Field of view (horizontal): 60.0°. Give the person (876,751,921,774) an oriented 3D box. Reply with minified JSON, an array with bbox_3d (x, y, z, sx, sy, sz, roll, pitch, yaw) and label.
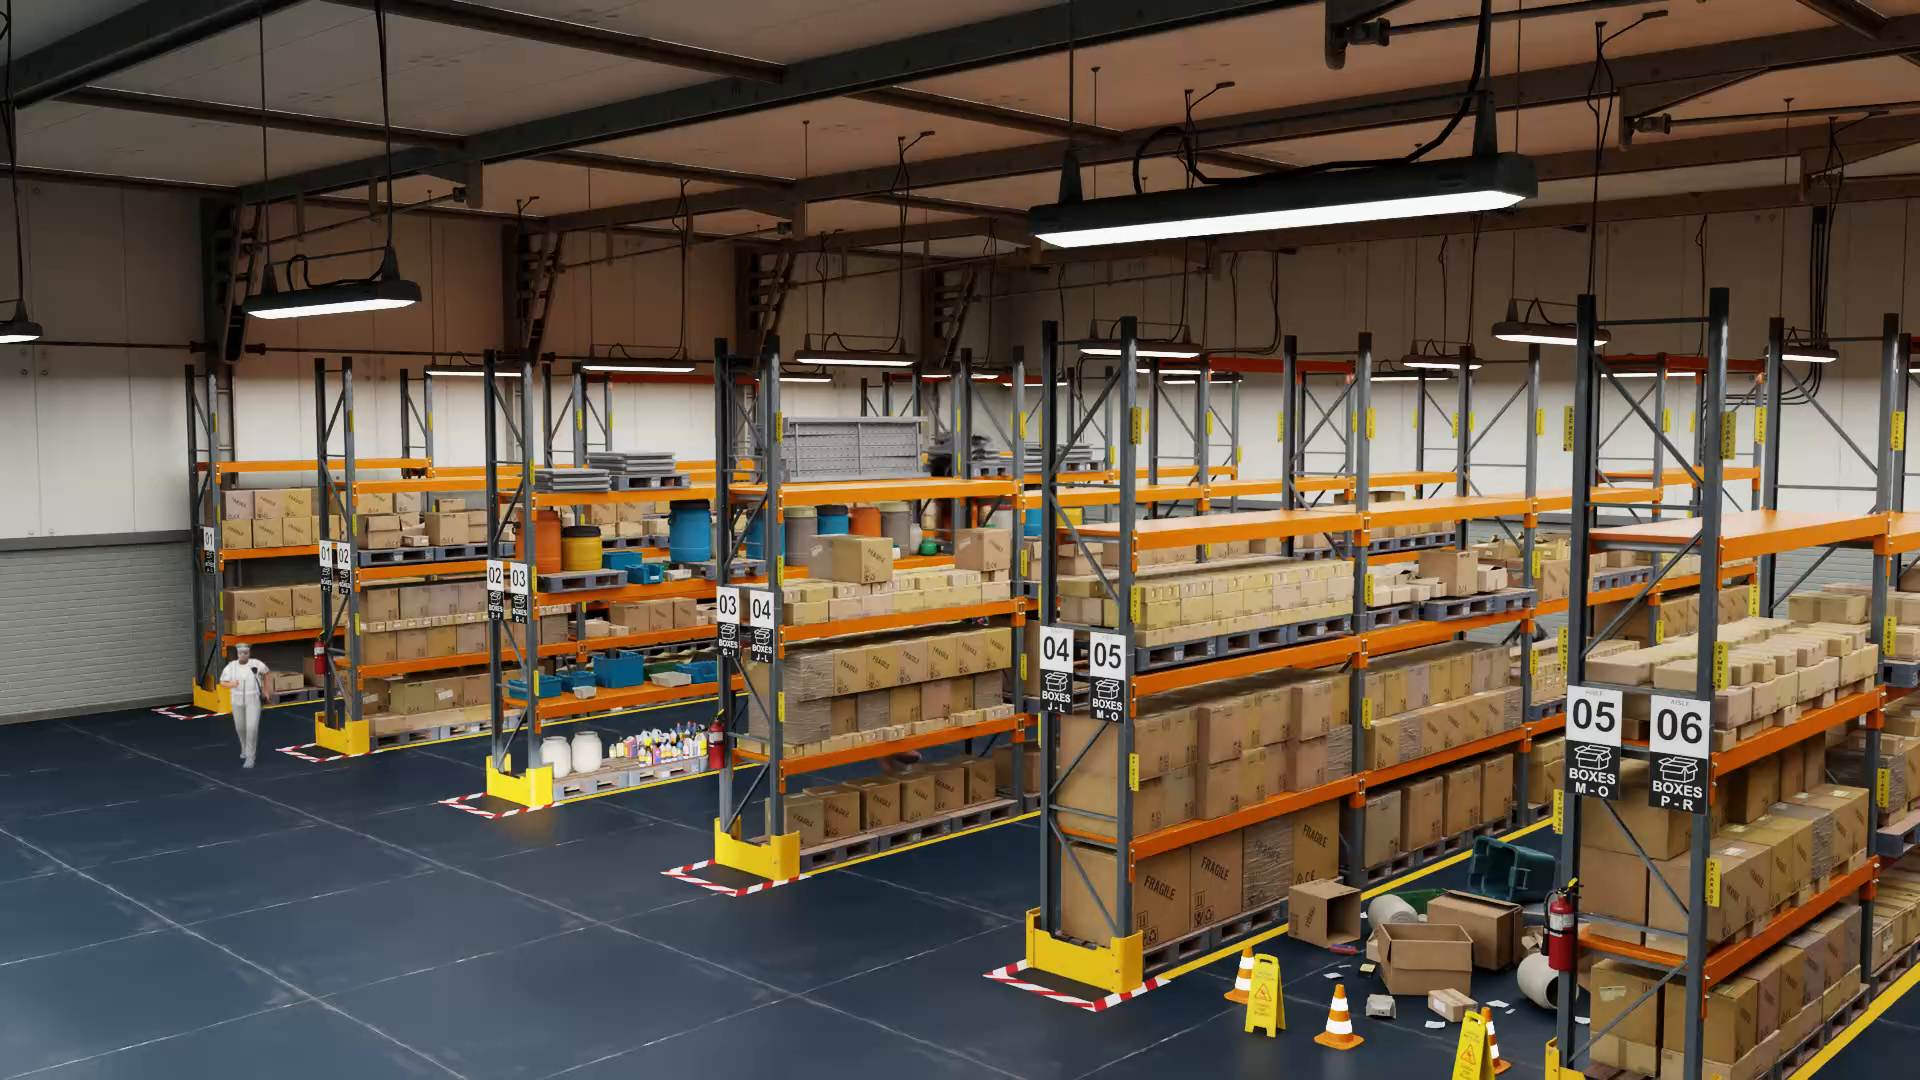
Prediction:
[{"bbox_3d":[-0.861,2.658,23.138,0.587,1.518,0.963,4,6,43],"label":"person"}]

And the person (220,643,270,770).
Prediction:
[{"bbox_3d":[-10.507,2.393,24.455,0.641,1.816,0.915,-1,5,-14],"label":"person"}]

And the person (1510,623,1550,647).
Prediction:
[{"bbox_3d":[10.269,2.080,29.762,0.767,1.626,0.741,-1,4,-8],"label":"person"}]
